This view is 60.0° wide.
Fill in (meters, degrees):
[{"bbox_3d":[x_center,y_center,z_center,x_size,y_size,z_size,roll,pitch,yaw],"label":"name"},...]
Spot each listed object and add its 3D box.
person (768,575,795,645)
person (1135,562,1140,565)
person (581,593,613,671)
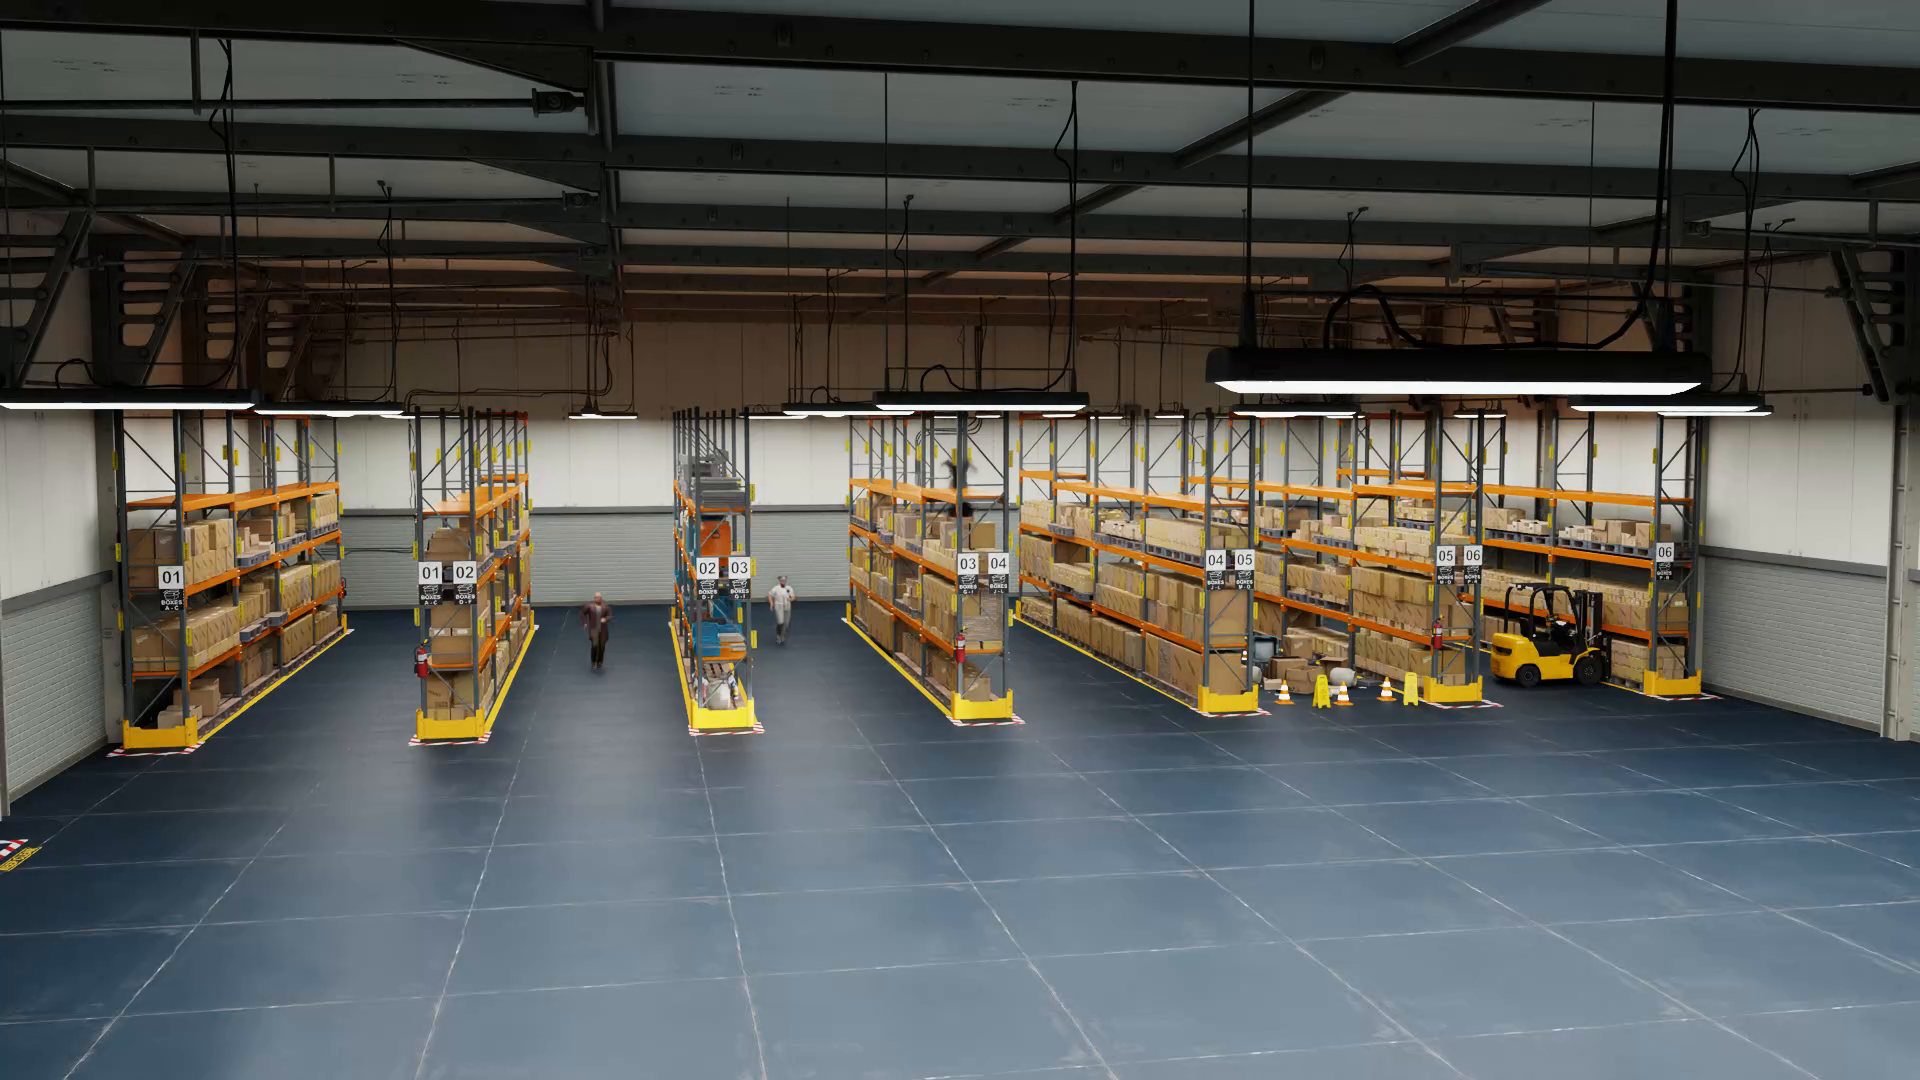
[{"bbox_3d":[-4.561,1.808,42.805,0.644,1.816,0.735,-2,4,-21],"label":"person"},{"bbox_3d":[5.158,1.488,47.461,0.970,1.730,0.600,3,5,38],"label":"person"},{"bbox_3d":[-8.351,2.114,38.350,0.698,1.791,0.764,-1,4,-20],"label":"person"}]
